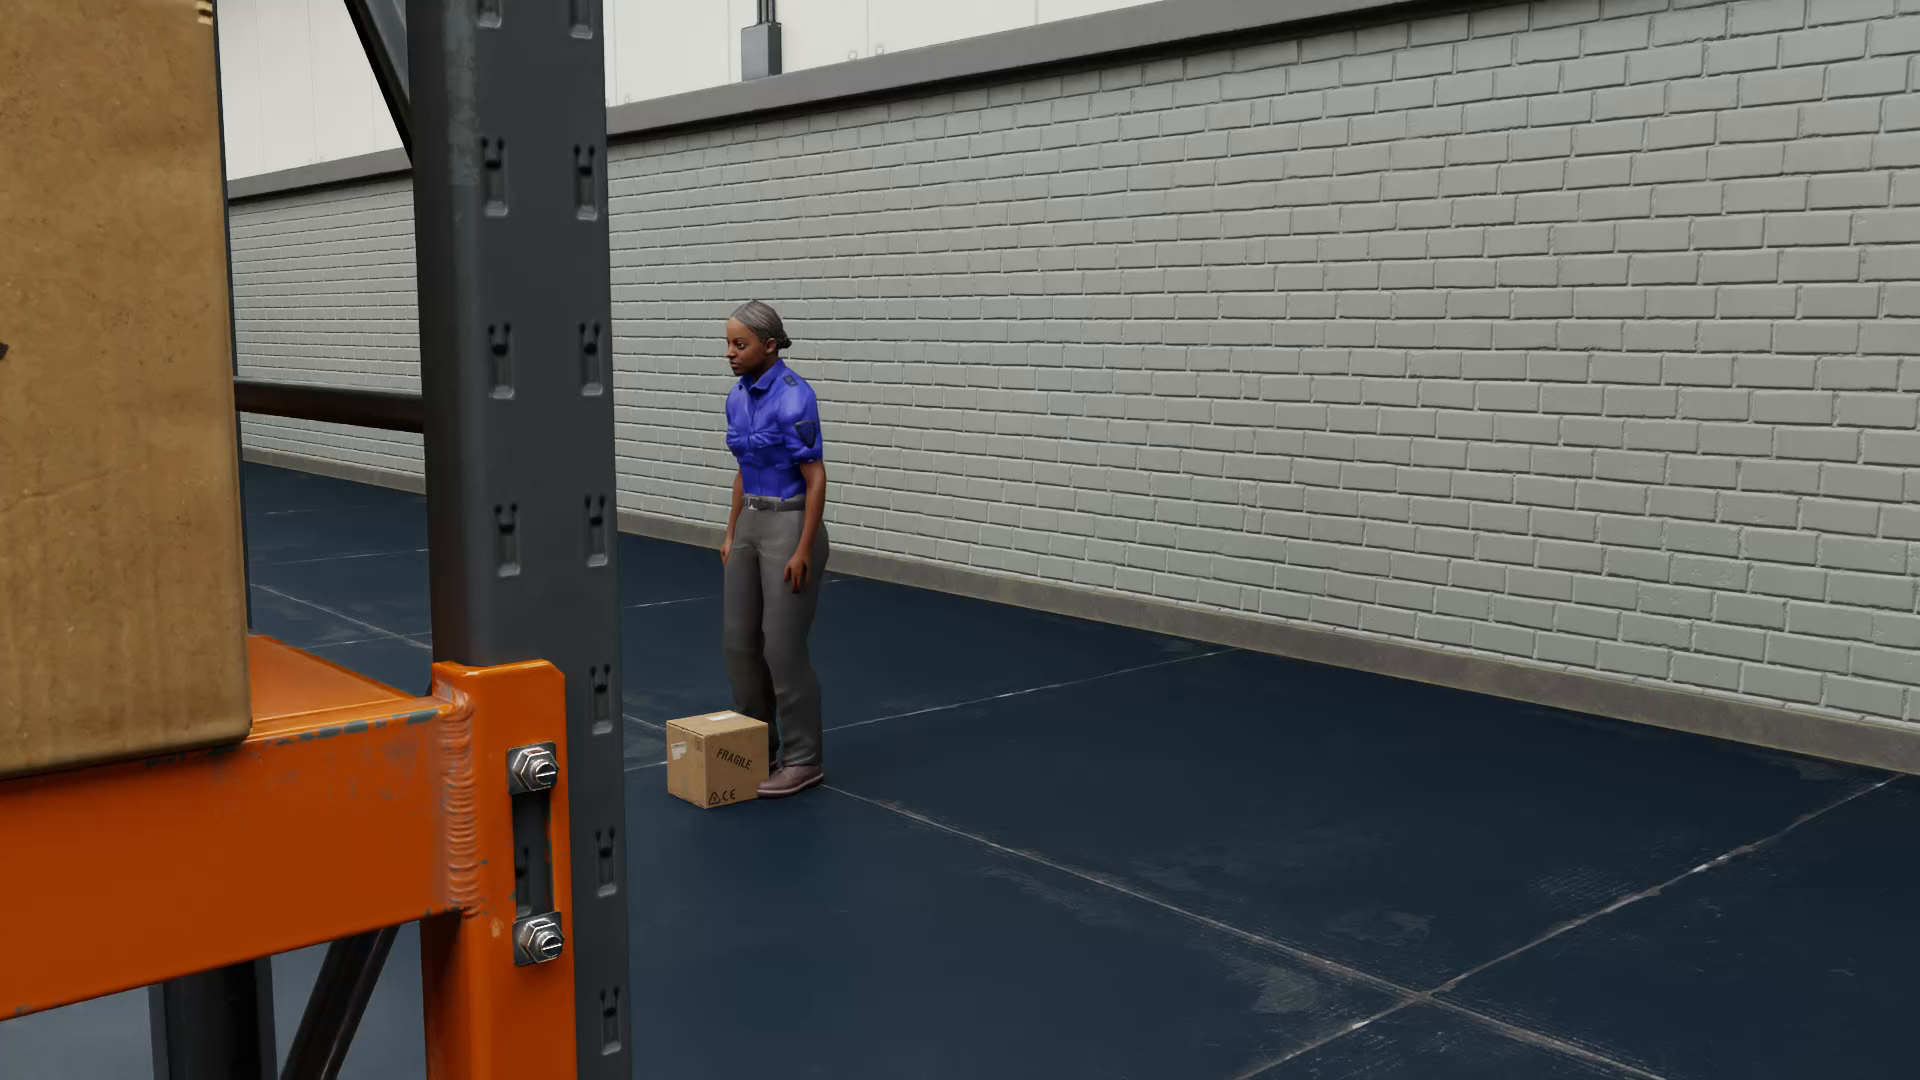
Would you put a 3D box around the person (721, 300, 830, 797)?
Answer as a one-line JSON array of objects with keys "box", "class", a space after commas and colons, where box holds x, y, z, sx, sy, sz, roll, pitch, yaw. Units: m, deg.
[{"box": [-0.650, 0.018, 5.672, 0.350, 1.654, 0.503, -7, 10, -41], "class": "person"}]
